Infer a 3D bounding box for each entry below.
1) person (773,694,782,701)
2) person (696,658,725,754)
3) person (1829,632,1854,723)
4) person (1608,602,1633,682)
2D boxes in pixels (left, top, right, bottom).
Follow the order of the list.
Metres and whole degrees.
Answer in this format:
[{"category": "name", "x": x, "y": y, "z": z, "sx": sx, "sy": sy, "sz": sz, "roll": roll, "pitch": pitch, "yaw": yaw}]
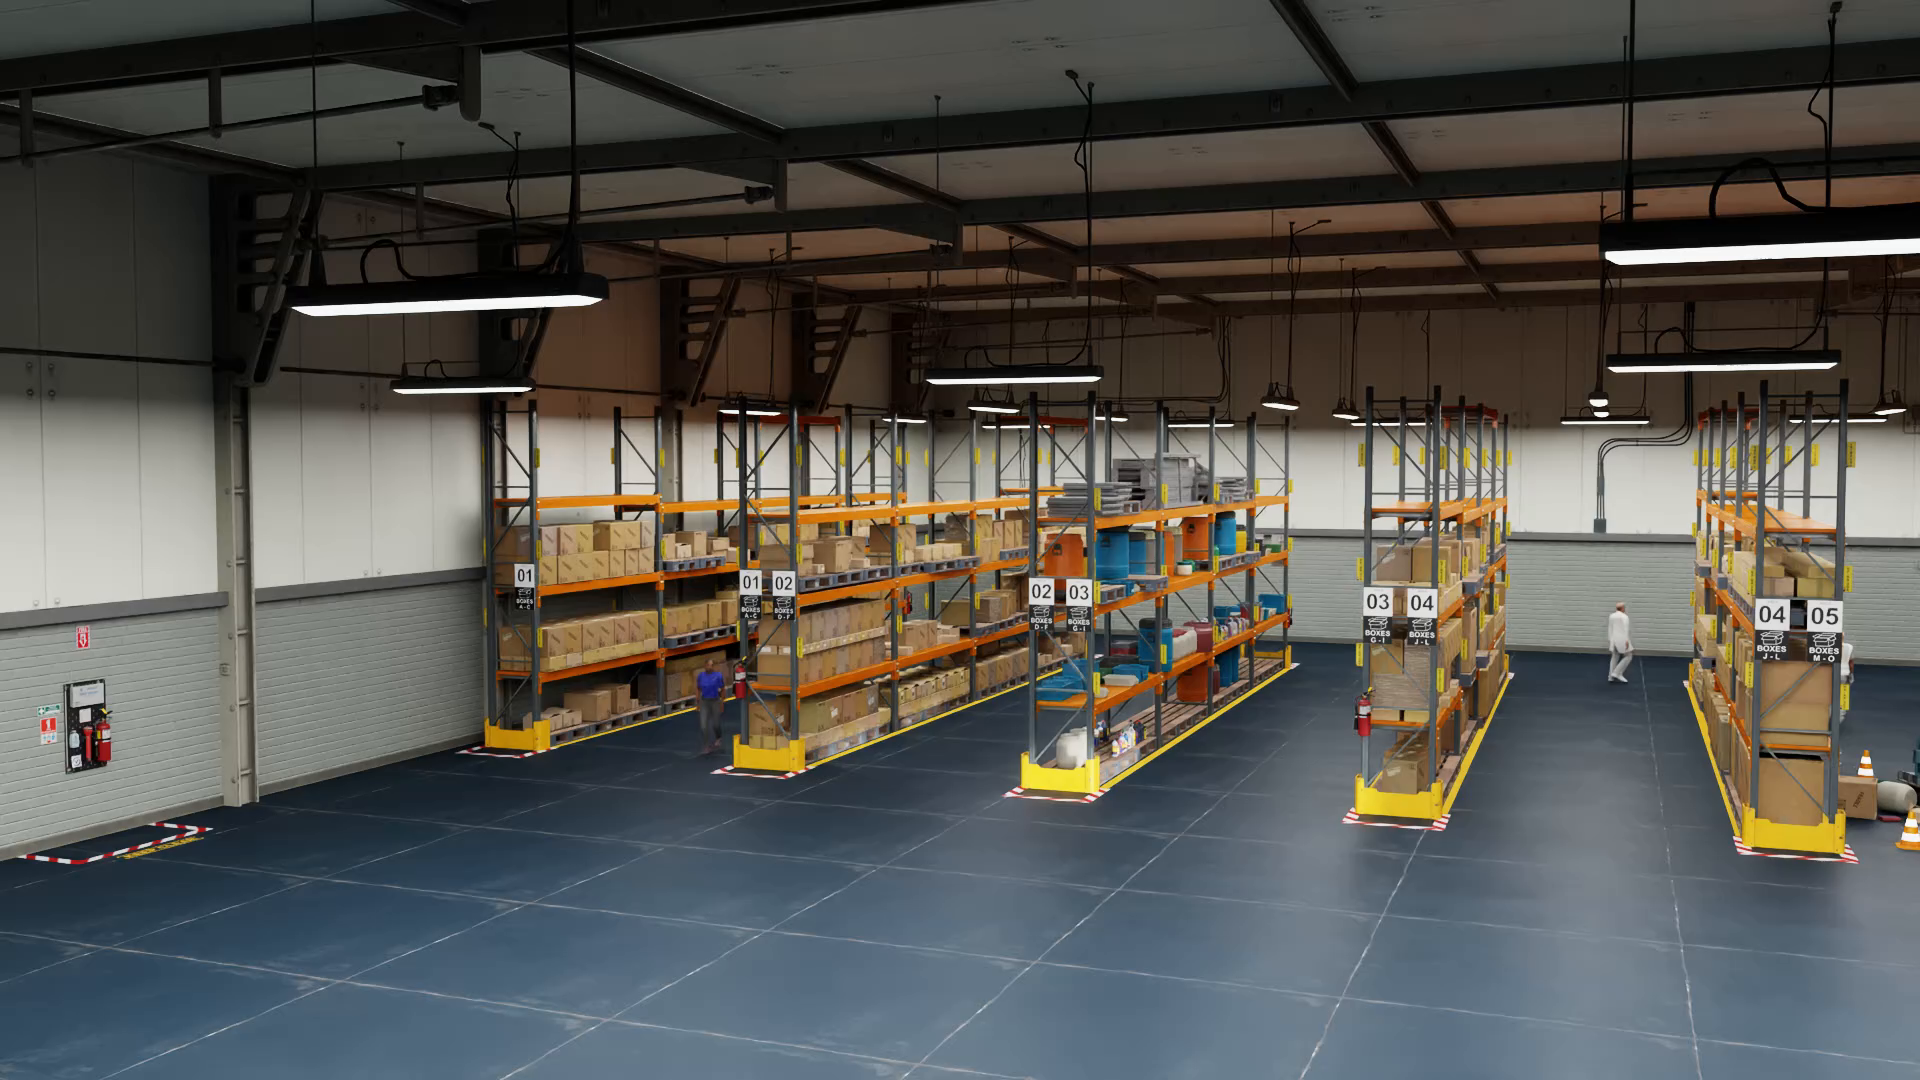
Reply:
[{"category": "person", "x": -3.436, "y": 2.559, "z": 31.859, "sx": 0.510, "sy": 1.721, "sz": 1.068, "roll": 0, "pitch": 3, "yaw": 4}, {"category": "person", "x": -4.240, "y": 2.800, "z": 28.321, "sx": 0.507, "sy": 1.637, "sz": 0.535, "roll": 0, "pitch": 3, "yaw": 2}, {"category": "person", "x": 16.594, "y": 2.566, "z": 31.462, "sx": 0.597, "sy": 1.803, "sz": 0.384, "roll": 0, "pitch": 3, "yaw": -3}, {"category": "person", "x": 14.729, "y": 2.271, "z": 37.130, "sx": 0.473, "sy": 1.777, "sz": 0.640, "roll": -1, "pitch": 3, "yaw": -20}]
